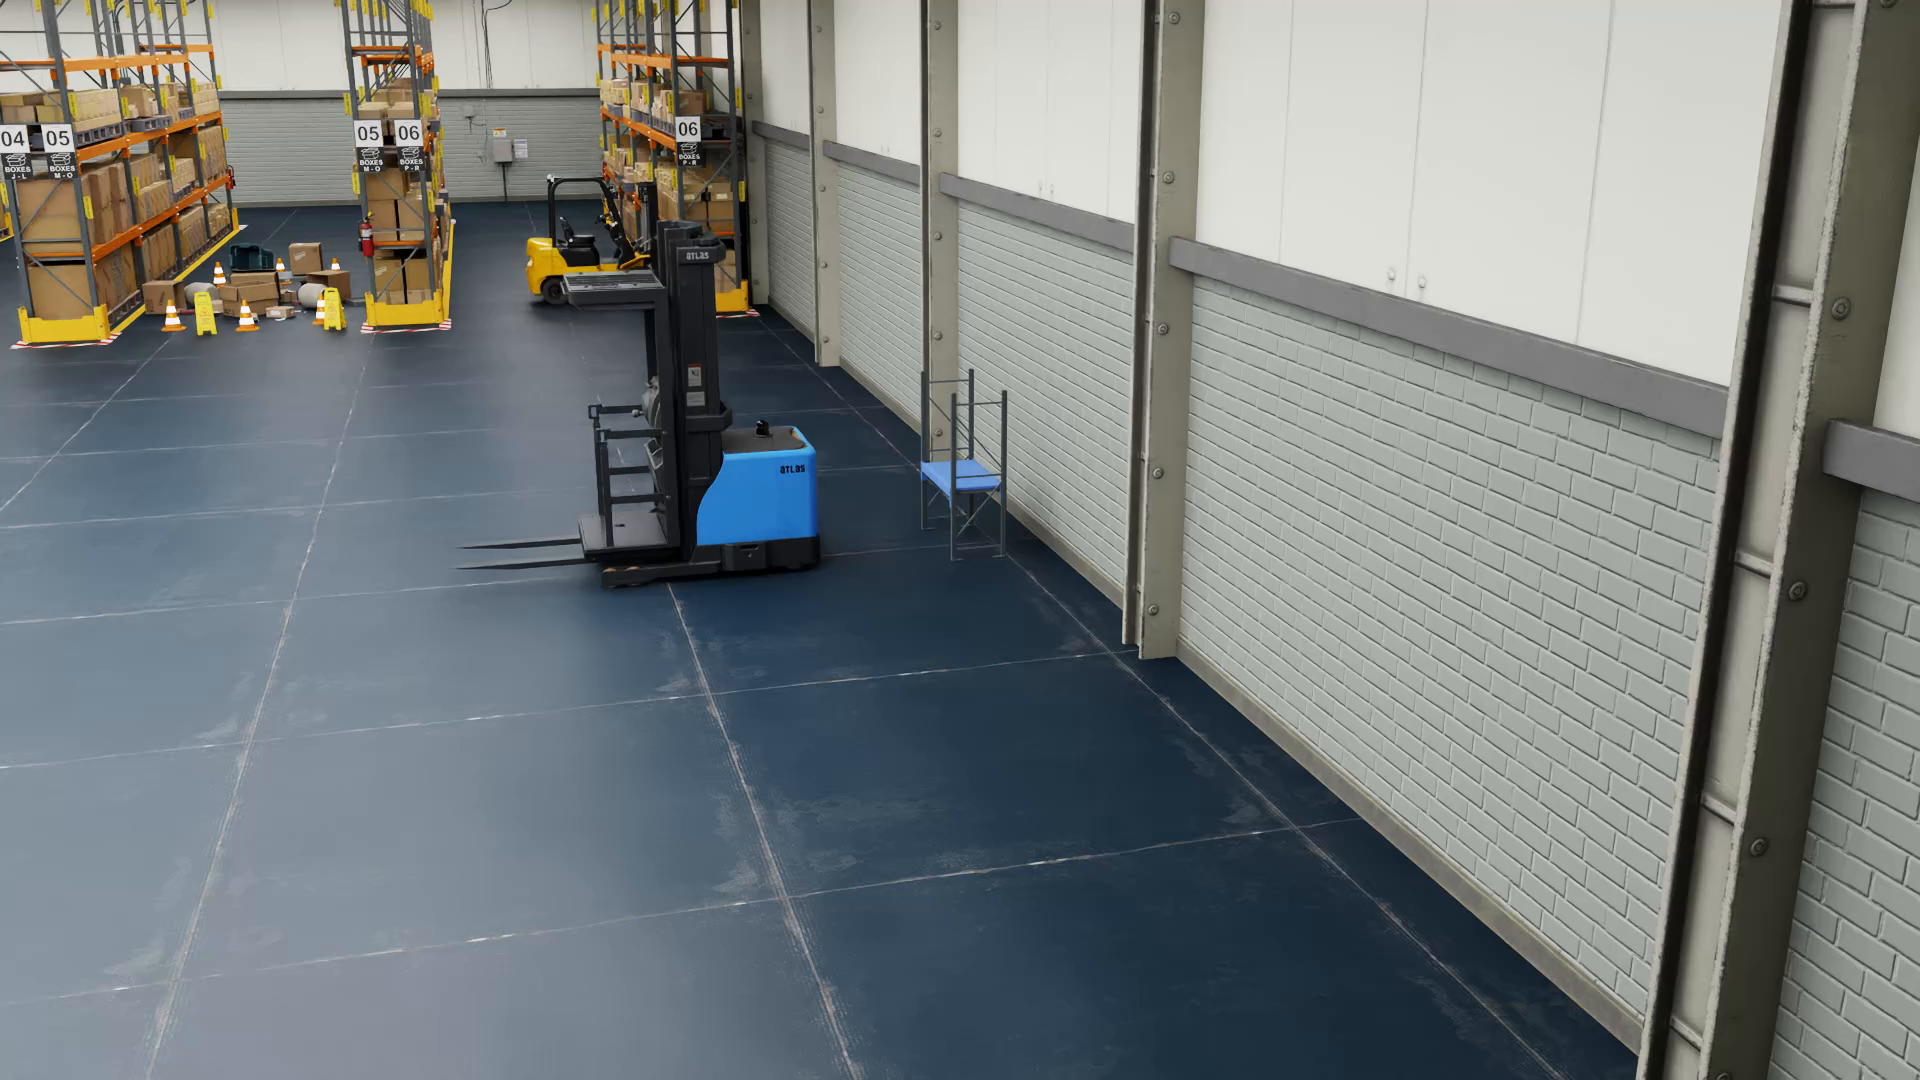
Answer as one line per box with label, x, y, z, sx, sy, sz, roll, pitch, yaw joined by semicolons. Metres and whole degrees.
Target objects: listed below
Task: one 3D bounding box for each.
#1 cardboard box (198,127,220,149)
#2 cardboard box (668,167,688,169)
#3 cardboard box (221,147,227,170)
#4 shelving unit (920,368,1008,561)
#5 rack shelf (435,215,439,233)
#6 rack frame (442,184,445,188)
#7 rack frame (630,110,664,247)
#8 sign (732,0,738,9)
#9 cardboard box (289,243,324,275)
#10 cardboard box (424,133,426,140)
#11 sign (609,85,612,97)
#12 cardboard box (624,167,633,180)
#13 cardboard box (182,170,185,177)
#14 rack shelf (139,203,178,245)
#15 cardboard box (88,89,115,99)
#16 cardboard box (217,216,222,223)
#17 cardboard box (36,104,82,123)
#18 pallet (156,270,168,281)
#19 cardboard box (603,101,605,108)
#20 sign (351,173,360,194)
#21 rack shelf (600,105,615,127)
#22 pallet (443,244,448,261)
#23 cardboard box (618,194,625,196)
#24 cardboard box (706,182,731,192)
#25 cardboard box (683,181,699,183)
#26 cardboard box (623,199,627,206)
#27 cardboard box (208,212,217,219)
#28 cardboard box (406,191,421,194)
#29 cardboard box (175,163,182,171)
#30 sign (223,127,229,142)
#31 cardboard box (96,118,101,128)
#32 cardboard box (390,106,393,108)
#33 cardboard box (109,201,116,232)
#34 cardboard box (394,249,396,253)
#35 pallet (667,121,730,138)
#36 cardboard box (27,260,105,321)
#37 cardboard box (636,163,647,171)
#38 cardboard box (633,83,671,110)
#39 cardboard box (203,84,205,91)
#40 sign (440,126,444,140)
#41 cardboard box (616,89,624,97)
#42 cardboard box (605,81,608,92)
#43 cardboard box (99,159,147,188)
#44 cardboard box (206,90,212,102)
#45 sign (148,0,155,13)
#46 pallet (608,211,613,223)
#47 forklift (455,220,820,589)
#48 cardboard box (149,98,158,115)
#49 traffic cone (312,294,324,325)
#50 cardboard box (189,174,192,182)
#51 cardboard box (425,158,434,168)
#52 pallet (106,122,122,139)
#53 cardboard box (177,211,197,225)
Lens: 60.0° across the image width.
cardboard box;-17.583;-9.368;38.795;0.500;0.500;0.500;-5;18;-17
cardboard box;-5.661;-7.407;33.395;0.380;0.149;0.250;-4;17;-14
cardboard box;-17.716;-9.033;39.415;0.500;0.500;0.500;-4;17;-14
shelving unit;0.023;-0.695;14.956;0.538;1.500;1.048;-5;17;-15
rack shelf;-10.607;-6.255;32.109;1.077;0.370;4.000;-5;17;-15
rack frame;-13.356;-9.365;41.214;1.000;3.000;0.127;-5;17;-15
rack frame;-6.386;-7.546;35.157;1.000;3.000;0.127;-5;17;-15
sign;-3.652;-8.772;26.911;0.100;0.325;0.005;-5;17;-15
cardboard box;-11.761;-5.063;29.919;0.500;0.500;0.500;-5;17;-15
cardboard box;-9.096;-6.730;27.665;0.380;0.149;0.250;-4;17;-15
sign;-8.004;-10.292;38.185;0.100;0.325;0.005;-5;17;-15
cardboard box;-6.987;-7.942;36.005;0.500;0.250;0.500;-6;18;-18
cardboard box;-16.323;-7.604;34.540;0.380;0.149;0.250;-5;17;-15
rack shelf;-15.339;-5.836;30.713;1.077;0.370;4.000;-5;17;-15
cardboard box;-14.313;-7.428;27.697;0.380;0.149;0.250;-5;17;-15
cardboard box;-17.214;-7.369;38.276;0.380;0.149;0.250;-5;17;-15
cardboard box;-13.576;-6.430;25.069;0.500;0.250;0.500;-5;17;-15
pallet;-15.413;-4.837;30.986;1.003;0.211;1.213;-5;17;-15
cardboard box;-8.599;-10.749;41.042;0.380;0.149;0.250;-4;17;-14
sign;-9.498;-5.607;26.141;0.100;0.325;0.005;-5;17;-15
rack shelf;-8.034;-10.298;40.354;1.077;0.370;4.000;-5;17;-15
pallet;-11.301;-6.041;34.994;1.003;0.211;1.213;-5;17;-15
cardboard box;-8.310;-8.347;41.438;0.700;0.500;0.500;-4;17;-13
cardboard box;-4.074;-5.944;28.006;0.380;0.149;0.250;-5;17;-16
cardboard box;-4.586;-5.982;28.133;0.380;0.149;0.250;-5;17;-15
cardboard box;-7.642;-7.847;38.646;0.380;0.149;0.250;-4;17;-13
cardboard box;-17.104;-7.366;37.750;0.380;0.149;0.250;-4;17;-14
cardboard box;-9.109;-5.567;27.878;0.500;0.500;0.500;-5;17;-16
cardboard box;-16.257;-7.675;34.259;0.380;0.149;0.250;-5;17;-16
sign;-17.548;-9.690;39.734;0.100;0.325;0.005;-5;17;-15
cardboard box;-13.894;-6.625;26.411;0.380;0.149;0.250;-5;17;-15
cardboard box;-10.358;-7.762;30.193;0.500;0.250;0.500;-5;17;-16
cardboard box;-14.468;-5.289;27.381;0.875;0.550;0.550;-5;17;-15
cardboard box;-9.661;-4.861;27.836;0.380;0.149;0.250;-4;17;-14
pallet;-4.356;-6.925;28.030;1.003;0.211;1.213;-5;17;-15
cardboard box;-13.940;-3.886;25.937;0.875;0.875;0.875;-5;17;-15
cardboard box;-6.507;-7.719;34.433;0.380;0.149;0.250;-4;17;-14
cardboard box;-6.186;-8.928;33.467;0.700;0.500;0.500;-5;17;-16
cardboard box;-17.312;-10.245;37.627;0.380;0.149;0.250;-5;17;-17
sign;-12.830;-10.072;41.144;0.100;0.325;0.005;-5;17;-15
cardboard box;-7.345;-9.822;36.535;0.380;0.149;0.250;-5;17;-15
cardboard box;-8.281;-10.943;40.126;0.500;0.250;0.500;-4;17;-14
cardboard box;-15.351;-6.712;30.469;0.700;0.500;0.500;-5;17;-16
cardboard box;-17.436;-10.160;38.036;0.500;0.250;0.500;-4;17;-14
sign;-15.356;-10.175;31.581;0.100;0.325;0.005;-5;17;-15
pallet;-8.343;-8.182;42.121;1.003;0.211;1.213;-5;17;-15
forklift;-2.786;-1.167;14.039;3.031;2.935;1.130;-5;17;-15
cardboard box;-15.313;-8.111;31.074;0.500;0.311;0.500;-5;17;-15
traffic cone;-10.317;-3.742;26.902;0.336;0.463;0.334;-5;17;-15
cardboard box;-16.550;-7.685;35.328;0.380;0.149;0.250;-5;17;-15
cardboard box;-9.847;-6.906;30.479;0.380;0.149;0.250;-5;17;-15
pallet;-14.575;-6.794;27.593;1.003;0.211;1.213;-5;17;-15
cardboard box;-16.253;-6.728;34.747;0.500;0.250;0.500;-6;18;-18
